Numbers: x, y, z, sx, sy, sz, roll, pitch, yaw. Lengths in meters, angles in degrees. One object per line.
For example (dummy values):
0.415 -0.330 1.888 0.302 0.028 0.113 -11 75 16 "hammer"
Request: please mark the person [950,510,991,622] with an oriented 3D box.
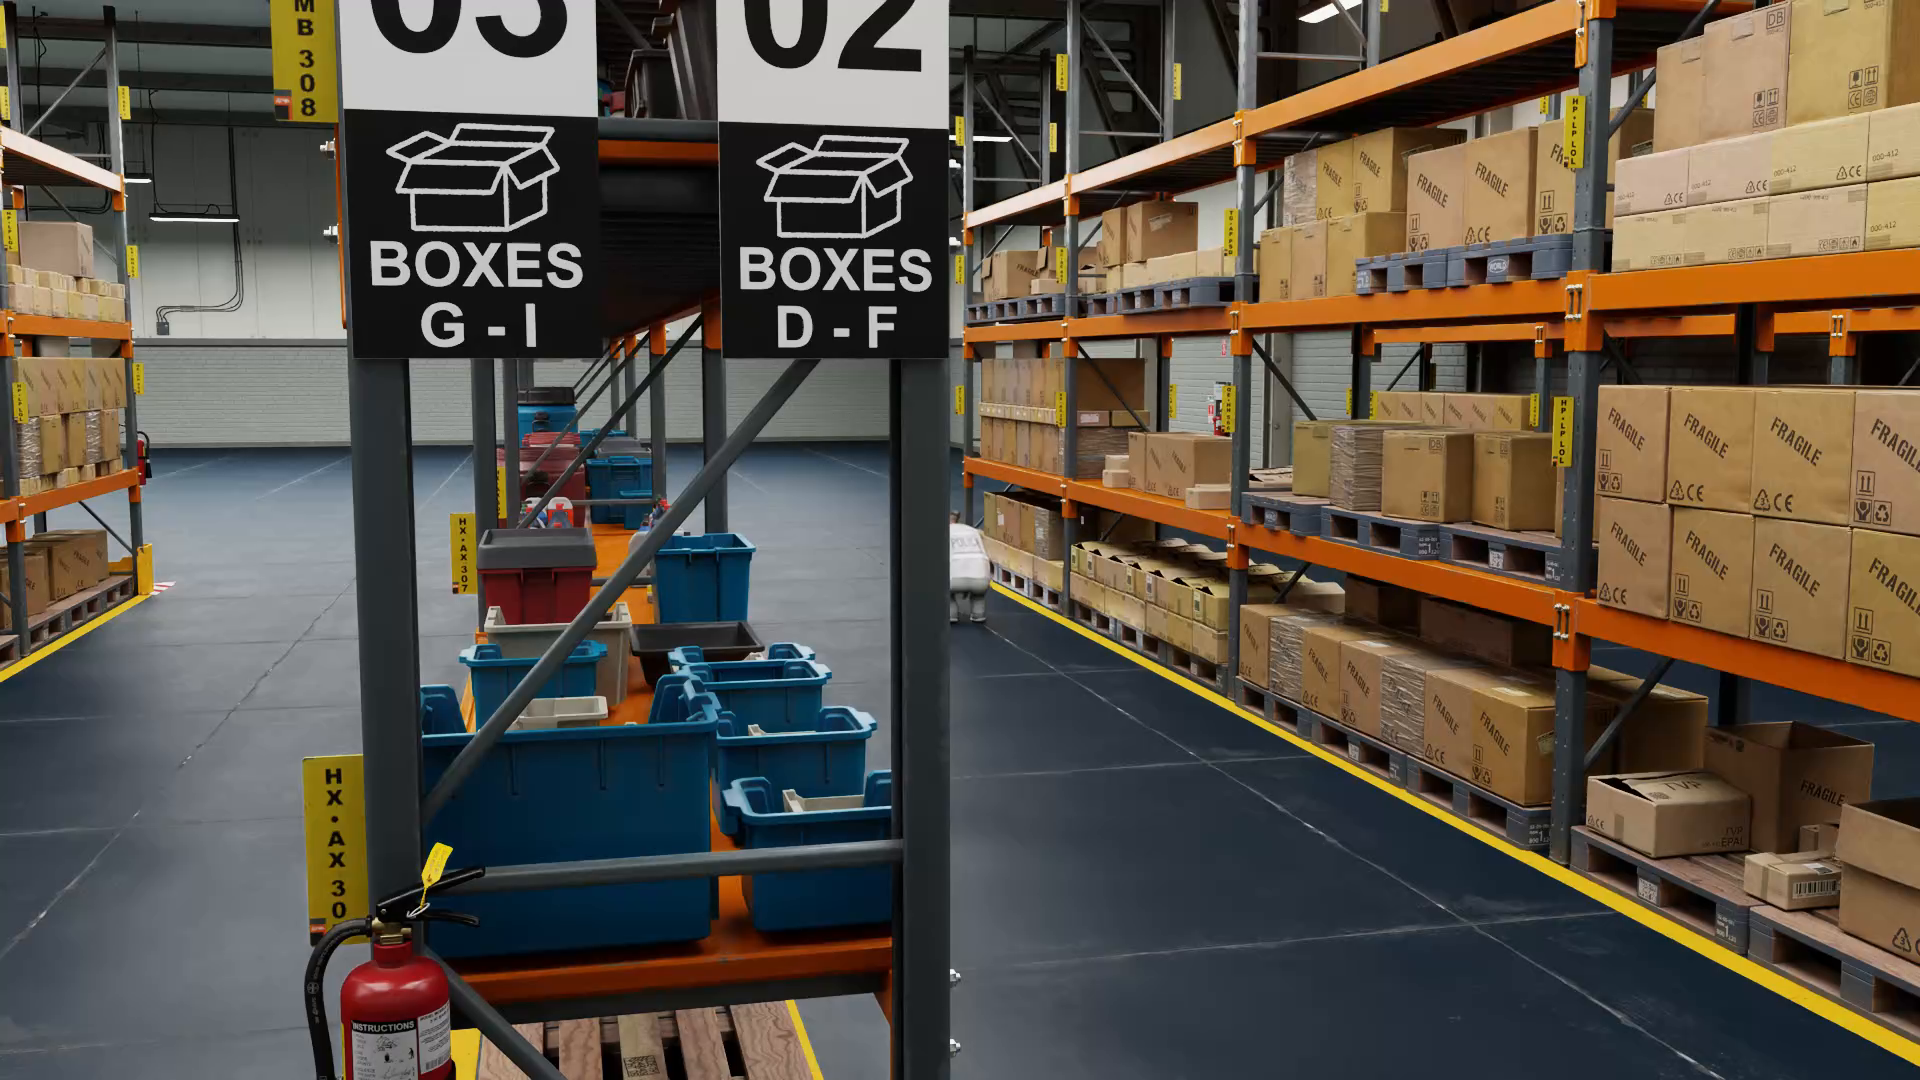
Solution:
-0.004 0.245 15.631 0.542 1.024 0.904 -1 6 -11 "person"
